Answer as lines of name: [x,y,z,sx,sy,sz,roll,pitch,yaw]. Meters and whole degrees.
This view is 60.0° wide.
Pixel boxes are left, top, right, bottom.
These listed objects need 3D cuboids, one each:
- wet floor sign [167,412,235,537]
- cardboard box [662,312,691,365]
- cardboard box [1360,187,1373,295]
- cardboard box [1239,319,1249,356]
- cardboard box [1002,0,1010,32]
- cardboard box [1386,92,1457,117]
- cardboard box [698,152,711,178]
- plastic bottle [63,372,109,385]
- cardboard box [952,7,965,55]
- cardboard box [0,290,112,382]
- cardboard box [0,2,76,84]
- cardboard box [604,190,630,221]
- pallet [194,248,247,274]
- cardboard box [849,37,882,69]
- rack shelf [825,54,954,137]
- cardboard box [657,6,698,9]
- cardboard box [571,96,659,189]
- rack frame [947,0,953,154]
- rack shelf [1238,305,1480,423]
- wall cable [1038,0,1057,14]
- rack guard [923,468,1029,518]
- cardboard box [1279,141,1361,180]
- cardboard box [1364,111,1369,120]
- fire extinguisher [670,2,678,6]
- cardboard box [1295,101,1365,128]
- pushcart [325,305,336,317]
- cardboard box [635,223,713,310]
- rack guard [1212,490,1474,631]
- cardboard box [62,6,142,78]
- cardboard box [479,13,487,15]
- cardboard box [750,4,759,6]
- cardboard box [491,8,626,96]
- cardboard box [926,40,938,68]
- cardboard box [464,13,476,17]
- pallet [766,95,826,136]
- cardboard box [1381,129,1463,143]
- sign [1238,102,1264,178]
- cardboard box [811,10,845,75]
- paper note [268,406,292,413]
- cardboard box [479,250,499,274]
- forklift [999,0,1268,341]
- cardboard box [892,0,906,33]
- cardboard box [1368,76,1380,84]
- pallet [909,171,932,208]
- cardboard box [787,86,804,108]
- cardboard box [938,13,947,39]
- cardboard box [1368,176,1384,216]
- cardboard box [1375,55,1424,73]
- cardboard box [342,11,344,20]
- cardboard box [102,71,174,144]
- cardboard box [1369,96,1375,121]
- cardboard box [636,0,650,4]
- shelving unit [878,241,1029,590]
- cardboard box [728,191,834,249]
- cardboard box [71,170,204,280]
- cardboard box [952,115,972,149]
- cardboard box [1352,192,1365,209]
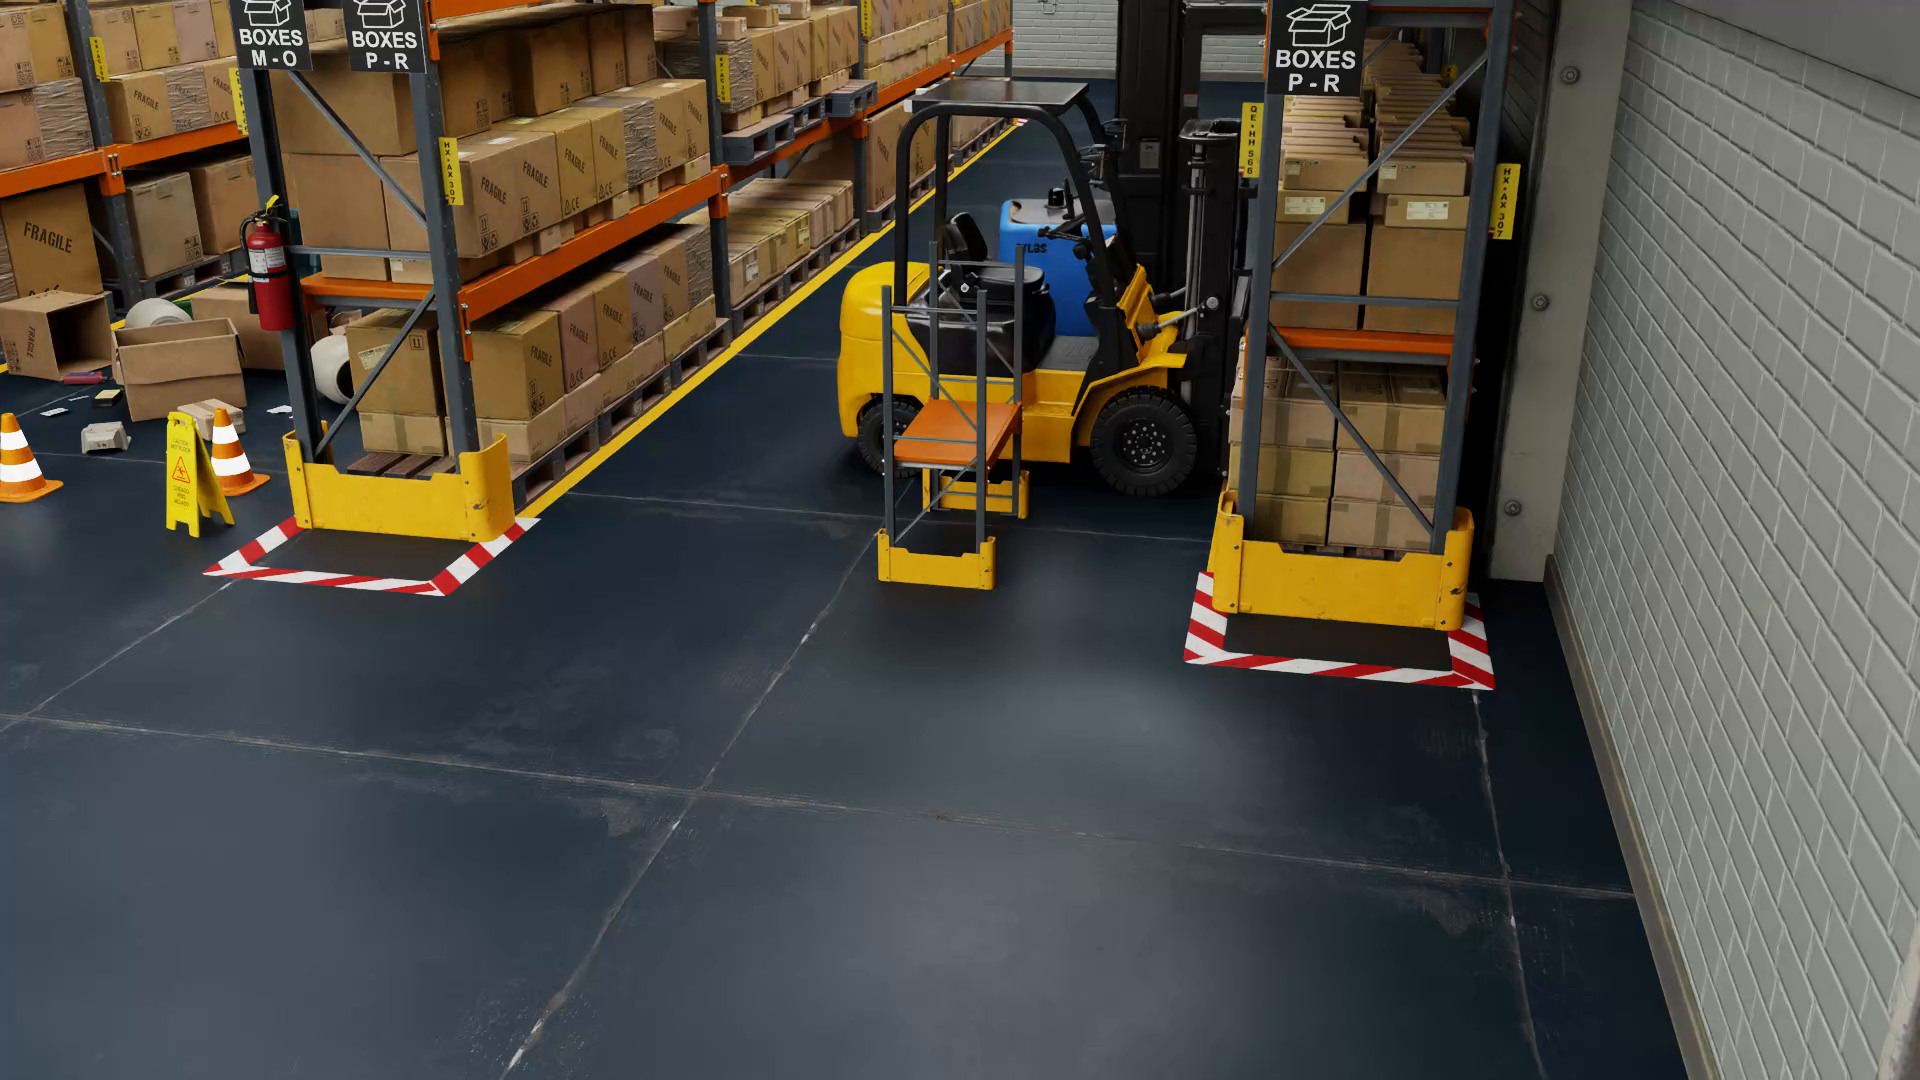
wet floor sign: [-4.125,-0.374,8.917,0.267,0.644,0.232,13,25,29]
cardboard box: [-2.178,-1.404,11.442,0.500,0.250,0.500,4,22,9]
cardboard box: [2.279,-1.475,8.367,0.500,0.500,0.500,5,23,13]
cardboard box: [1.802,-1.024,9.162,0.500,0.250,0.500,5,22,12]
cardboard box: [0.387,-7.155,22.470,0.500,0.500,0.500,5,22,11]
cardboard box: [2.674,-2.509,9.667,0.380,0.149,0.250,4,22,10]
cardboard box: [-1.989,-2.659,11.777,0.380,0.149,0.250,4,22,10]
plastic bottle: [-6.063,-1.127,11.570,0.283,0.061,0.133,-3,22,-8]
cardboard box: [-0.238,-6.040,19.702,0.500,0.500,0.500,5,23,13]
cardboard box: [-6.401,-1.453,11.788,0.500,0.500,0.500,8,23,20]
cardboard box: [-7.198,-3.695,12.367,0.875,0.550,0.550,4,22,11]
cardboard box: [-2.292,-2.099,10.387,0.380,0.149,0.250,5,22,11]
pallet: [-6.758,-2.699,15.272,1.003,0.211,1.213,4,22,11]
cardboard box: [-1.061,-4.708,16.060,0.500,0.250,0.500,4,22,11]
rack shelf: [-0.998,-4.777,17.663,1.077,0.370,4.000,4,22,11]
cardboard box: [-2.188,-4.138,13.150,0.380,0.149,0.250,4,22,9]
cardboard box: [-2.269,-2.540,10.614,0.500,0.500,0.500,5,22,12]
rack frame: [-0.590,-5.842,19.344,1.000,3.000,0.127,4,22,11]
rack shelf: [2.230,-1.474,9.462,1.077,0.370,4.000,4,22,11]
wall cable: [1.354,-9.855,27.906,0.585,1.953,0.123,4,22,11]
rack guard: [0.086,-0.270,9.190,0.587,0.250,0.087,4,22,11]
cardboard box: [1.708,-1.801,7.911,0.380,0.149,0.250,4,22,11]
cardboard box: [2.992,-2.868,11.491,0.500,0.250,0.500,4,22,10]
fire extinguisher: [-4.137,-7.494,24.047,0.296,0.674,0.183,4,22,11]
cardboard box: [2.064,-2.361,9.300,0.380,0.149,0.250,5,22,11]
pushcart: [-4.464,-1.856,12.956,1.648,0.377,0.936,-3,22,-8]
cardboard box: [-2.080,-1.947,11.787,0.500,0.500,0.500,4,22,10]
rack guard: [1.817,0.092,7.956,1.175,0.500,0.348,4,22,11]
cardboard box: [-6.993,-3.949,13.171,0.700,0.500,0.500,4,22,10]
cardboard box: [-5.556,-5.856,18.754,0.380,0.149,0.250,3,22,8]
cardboard box: [-1.724,-4.612,15.195,0.500,0.500,0.500,4,22,9]
cardboard box: [-2.650,-3.235,11.001,0.700,0.500,0.500,5,22,11]
cardboard box: [-0.539,-5.403,18.455,0.500,0.250,0.500,4,22,10]
cardboard box: [-5.614,-5.899,18.462,0.380,0.149,0.250,3,22,9]
pallet: [-1.770,-3.563,13.943,1.003,0.211,1.213,4,22,11]
cardboard box: [2.291,-1.948,8.276,0.380,0.149,0.250,5,22,11]
sign: [1.293,-1.770,7.366,0.100,0.325,0.005,4,22,11]
cardboard box: [-1.321,-4.381,14.622,0.500,0.500,0.500,4,22,10]
paper note: [-4.474,-0.868,10.982,0.148,0.019,0.142,13,25,29]
cardboard box: [-2.729,-1.539,8.996,0.380,0.149,0.250,5,22,12]
forklift: [1.791,-2.664,11.546,3.031,2.935,1.130,1,22,3]
cardboard box: [-0.853,-5.421,16.827,0.500,0.500,0.500,5,22,12]
cardboard box: [3.077,-3.184,11.743,0.380,0.149,0.250,4,22,11]
pallet: [-0.920,-3.813,18.039,1.003,0.211,1.213,4,22,11]
cardboard box: [-1.507,-3.647,13.669,0.380,0.149,0.250,5,23,13]
cardboard box: [-0.442,-5.825,18.833,0.500,0.250,0.500,4,22,11]
cardboard box: [2.133,-1.623,7.867,0.380,0.149,0.250,4,22,11]
cardboard box: [3.449,-3.739,13.119,0.380,0.149,0.250,4,22,10]
cardboard box: [-6.568,-5.380,17.174,0.380,0.149,0.250,4,22,10]
cardboard box: [-6.718,-3.475,13.333,0.500,0.500,0.500,5,22,12]
cardboard box: [2.824,-2.749,10.663,0.380,0.149,0.250,4,22,11]
cardboard box: [-4.590,-7.458,22.824,0.500,0.500,0.500,4,22,10]
shelving unit: [-0.016,-0.668,8.504,0.587,1.500,1.083,4,22,11]
cardboard box: [-1.674,-2.879,14.942,0.950,0.372,0.625,4,22,10]
cardboard box: [-7.050,-2.642,13.848,1.050,0.750,0.750,4,22,11]
cardboard box: [-0.357,-5.070,20.294,0.875,0.438,0.875,4,22,10]
cardboard box: [1.780,-1.512,8.459,0.500,0.500,0.500,5,23,13]
